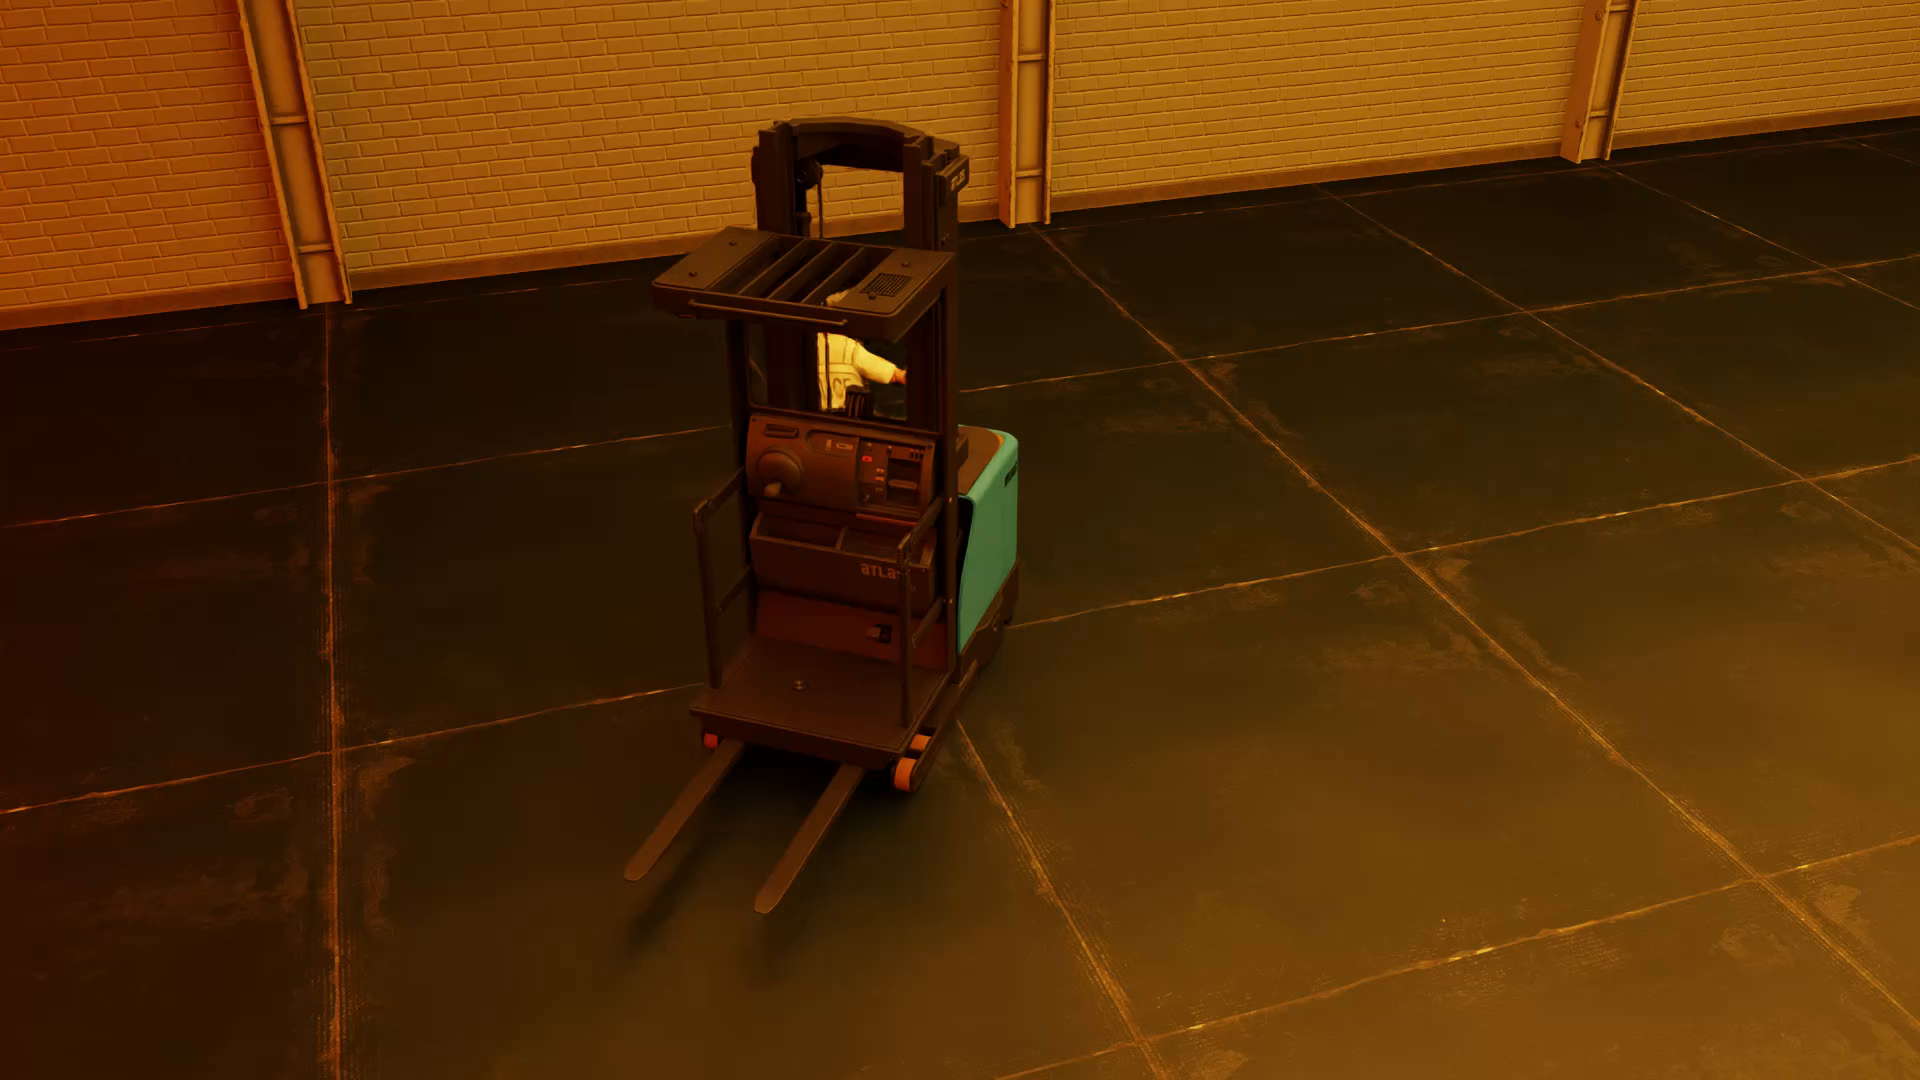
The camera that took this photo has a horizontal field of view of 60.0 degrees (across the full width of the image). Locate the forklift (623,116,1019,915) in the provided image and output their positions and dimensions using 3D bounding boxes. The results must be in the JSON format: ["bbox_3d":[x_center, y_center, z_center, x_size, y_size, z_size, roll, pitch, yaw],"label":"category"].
[{"bbox_3d":[-0.630,-0.296,7.601,1.130,2.935,3.031,10,31,16],"label":"forklift"}]

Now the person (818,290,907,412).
[{"bbox_3d":[-0.593,-0.733,9.777,0.997,1.511,0.972,-8,31,-13],"label":"person"}]
